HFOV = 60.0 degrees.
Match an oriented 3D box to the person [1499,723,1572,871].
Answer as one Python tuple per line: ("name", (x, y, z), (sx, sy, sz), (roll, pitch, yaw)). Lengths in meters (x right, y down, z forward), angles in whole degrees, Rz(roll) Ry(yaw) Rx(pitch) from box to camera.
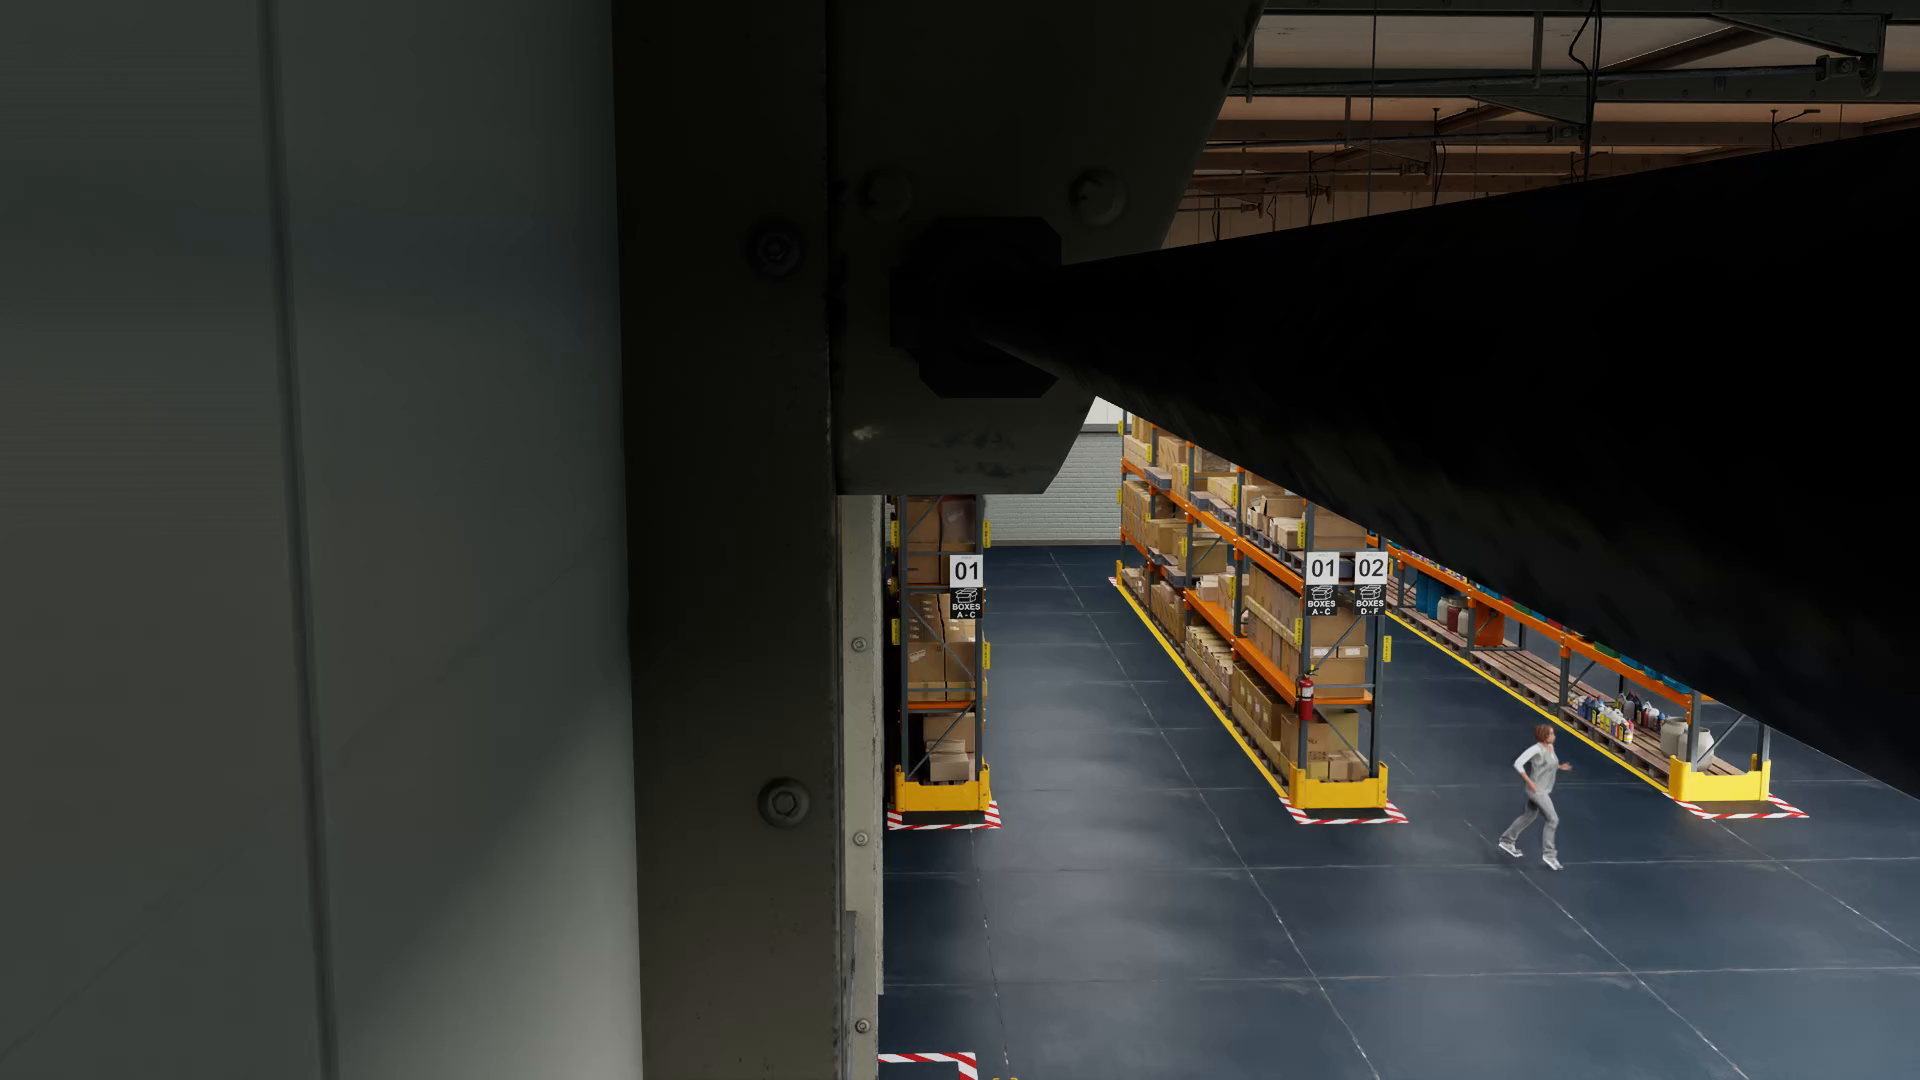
("person", (6.418, 2.830, 18.539), (0.730, 1.646, 0.512), (5, 10, 28))
